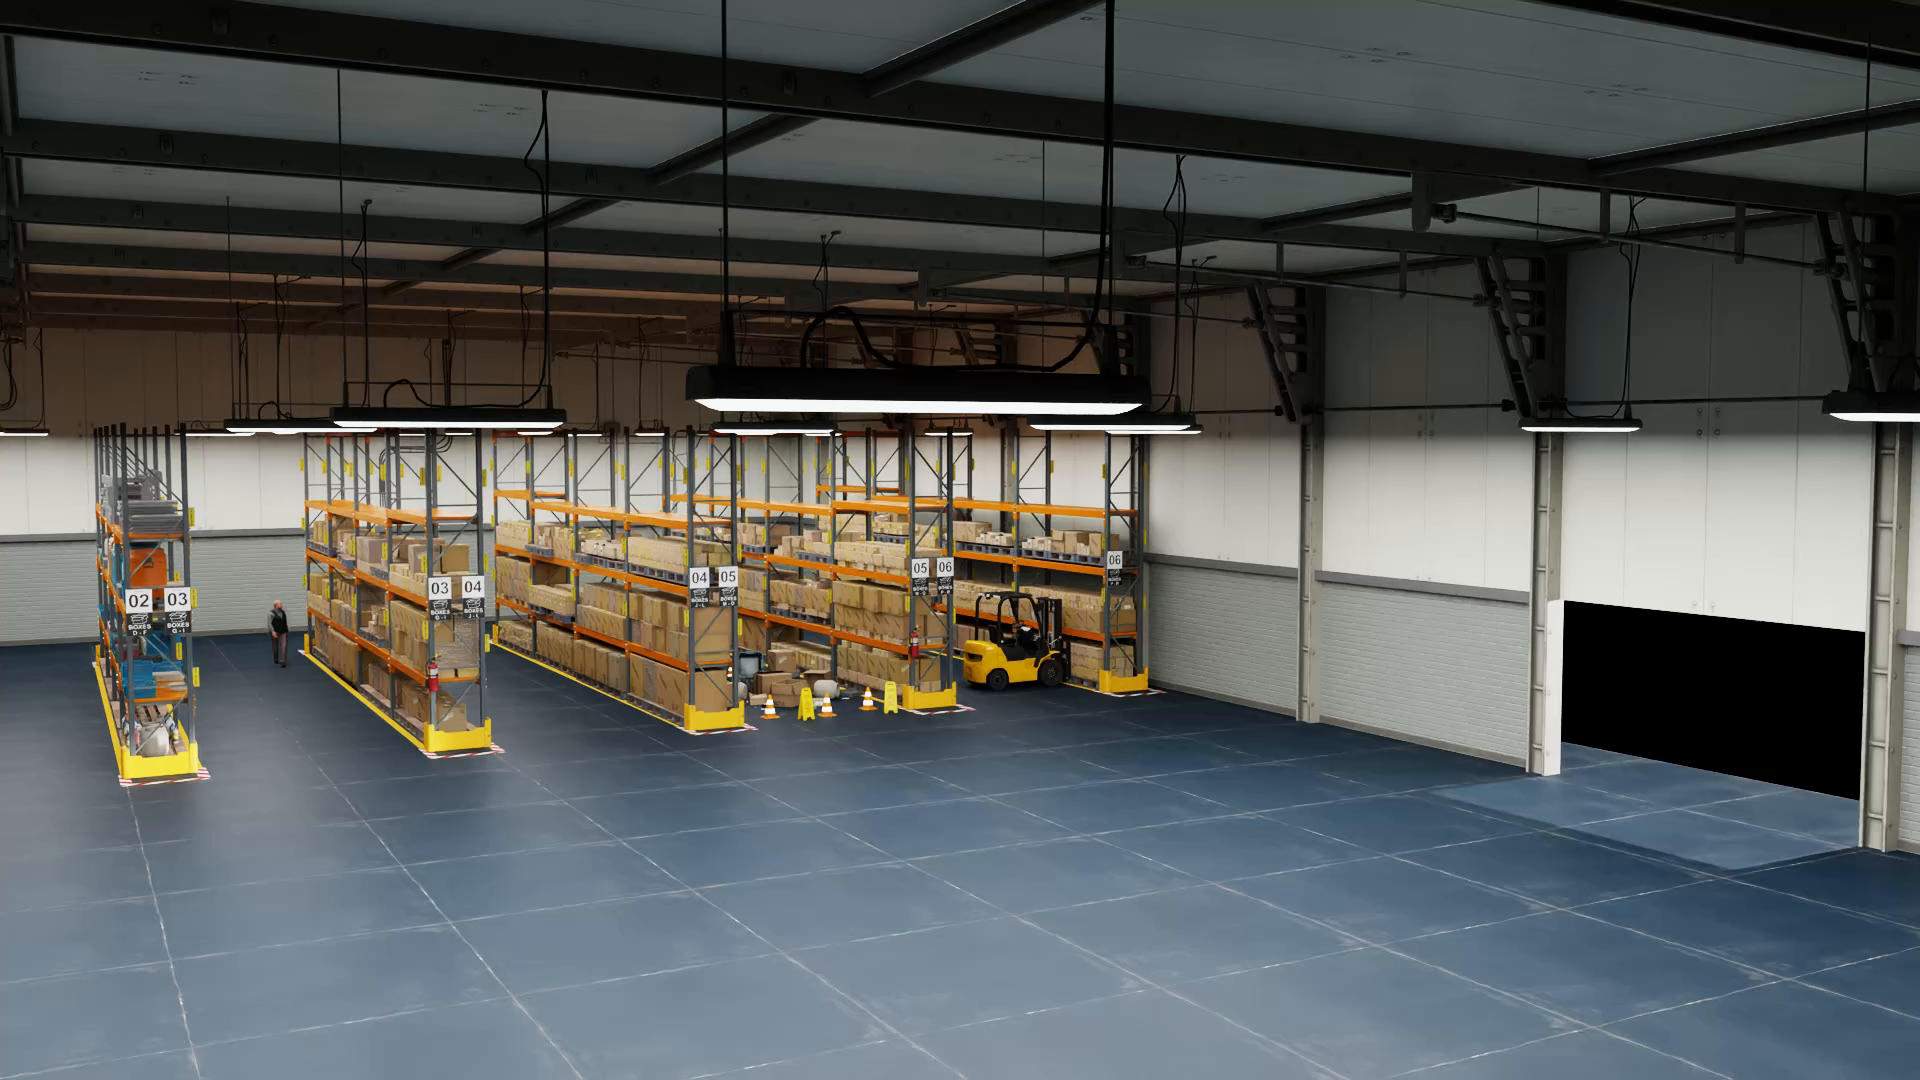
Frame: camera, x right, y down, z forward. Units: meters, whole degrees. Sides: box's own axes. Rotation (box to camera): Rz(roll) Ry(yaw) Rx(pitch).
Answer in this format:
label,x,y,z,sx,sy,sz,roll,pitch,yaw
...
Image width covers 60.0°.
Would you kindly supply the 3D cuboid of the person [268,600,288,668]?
label,x,y,z,sx,sy,sz,roll,pitch,yaw
person,-17.129,2.355,41.768,0.488,1.686,1.003,-1,4,-23
